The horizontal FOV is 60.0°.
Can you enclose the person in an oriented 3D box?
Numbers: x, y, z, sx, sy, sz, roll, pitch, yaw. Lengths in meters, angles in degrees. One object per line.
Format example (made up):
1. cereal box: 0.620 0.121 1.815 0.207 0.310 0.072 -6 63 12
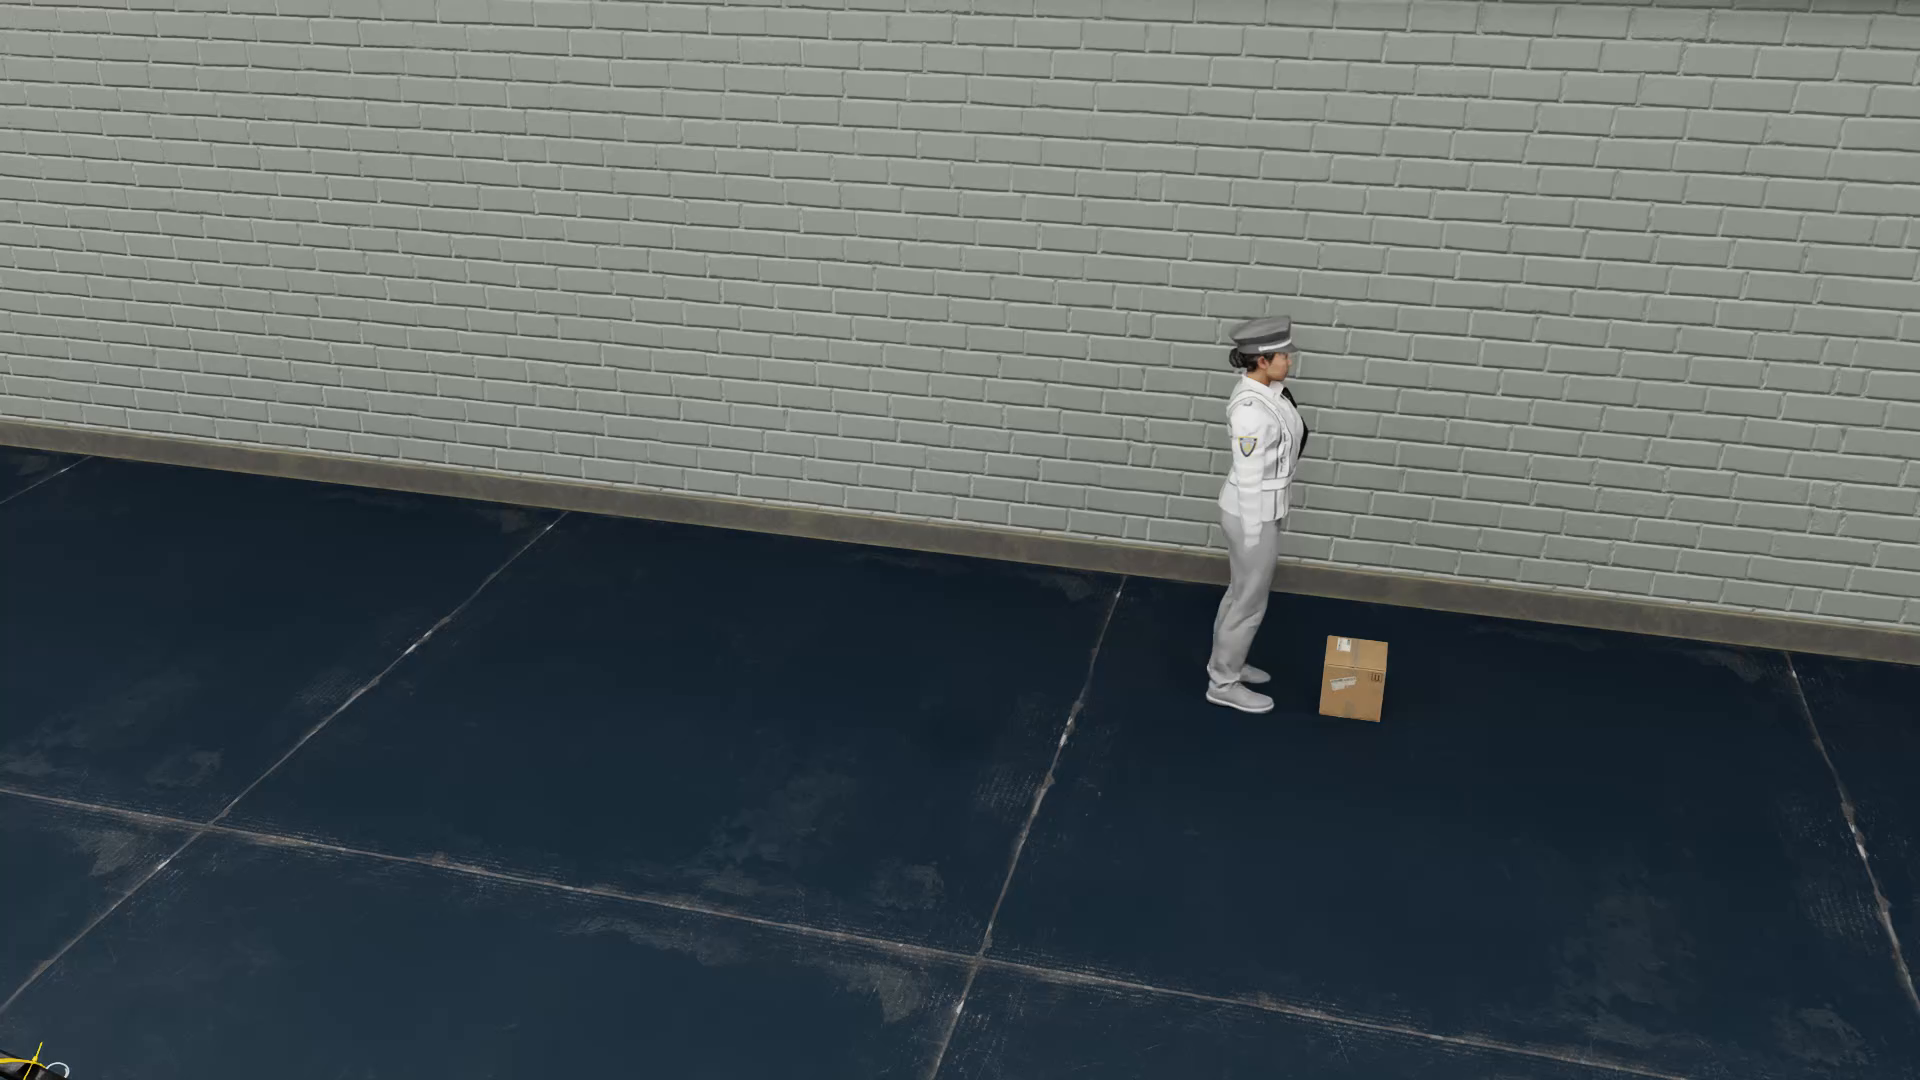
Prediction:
1. person: 1.220 -0.100 6.834 0.338 1.703 0.467 7 26 14
